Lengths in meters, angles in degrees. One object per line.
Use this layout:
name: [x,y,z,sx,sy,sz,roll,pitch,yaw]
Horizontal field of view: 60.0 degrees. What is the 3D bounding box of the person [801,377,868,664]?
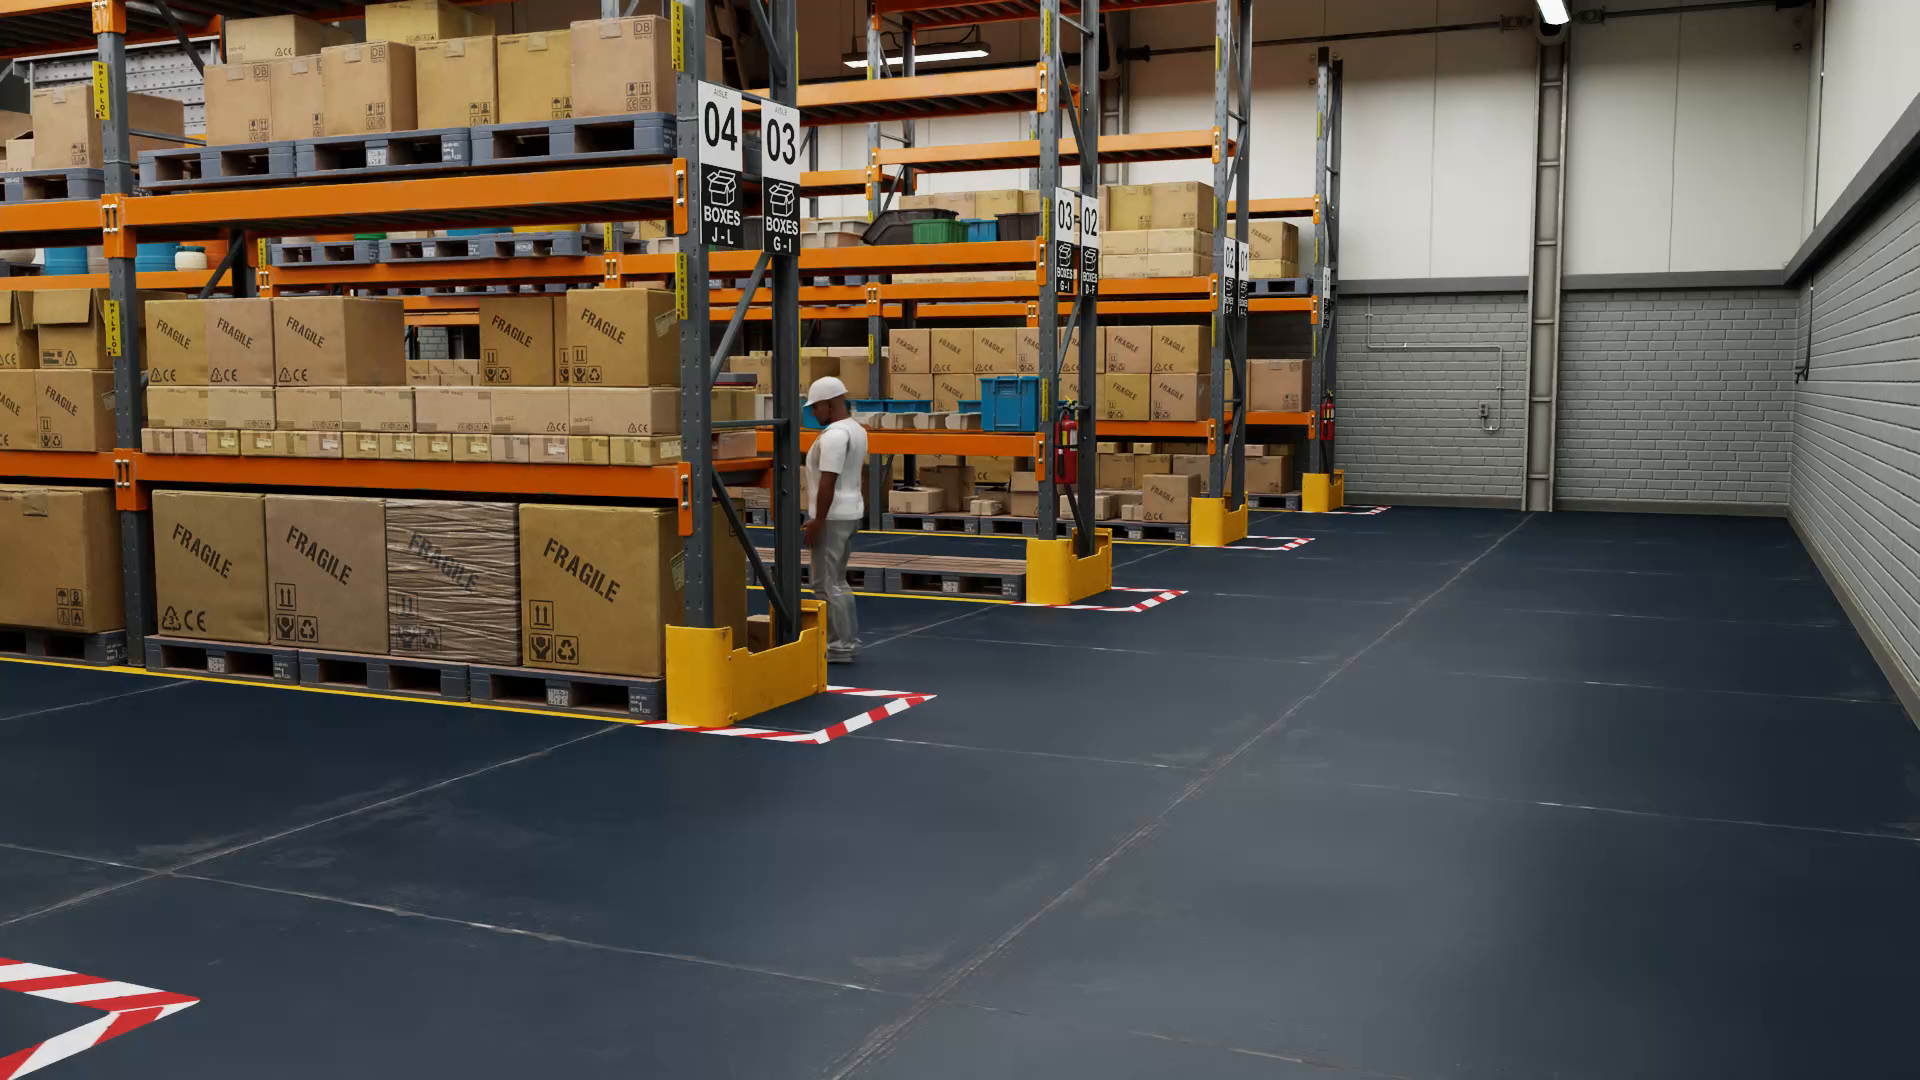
person: [-0.781,-0.126,10.266,0.373,1.757,0.569,1,6,10]
